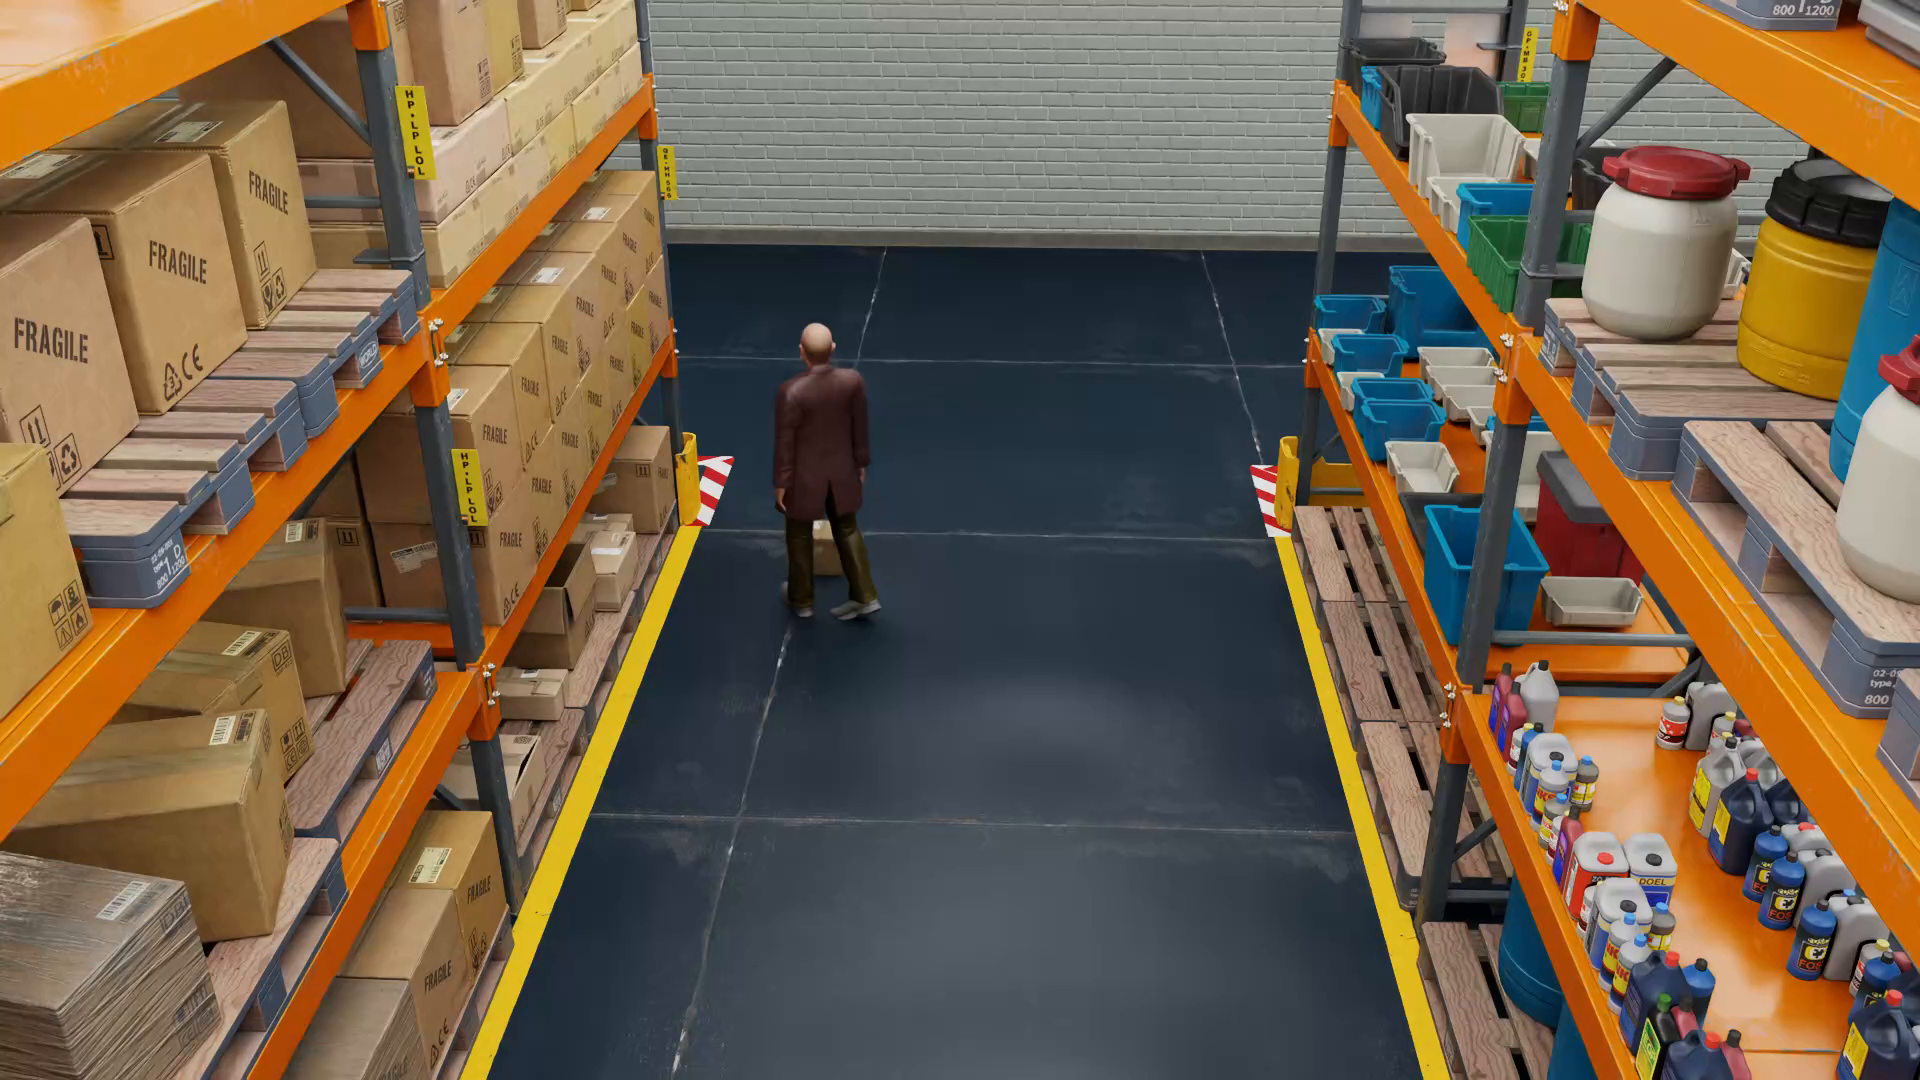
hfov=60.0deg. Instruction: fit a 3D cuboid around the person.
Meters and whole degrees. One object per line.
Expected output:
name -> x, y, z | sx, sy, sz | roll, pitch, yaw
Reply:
person -> -0.786, -0.365, 9.358 | 0.612, 1.821, 0.633 | -13, 30, -23
